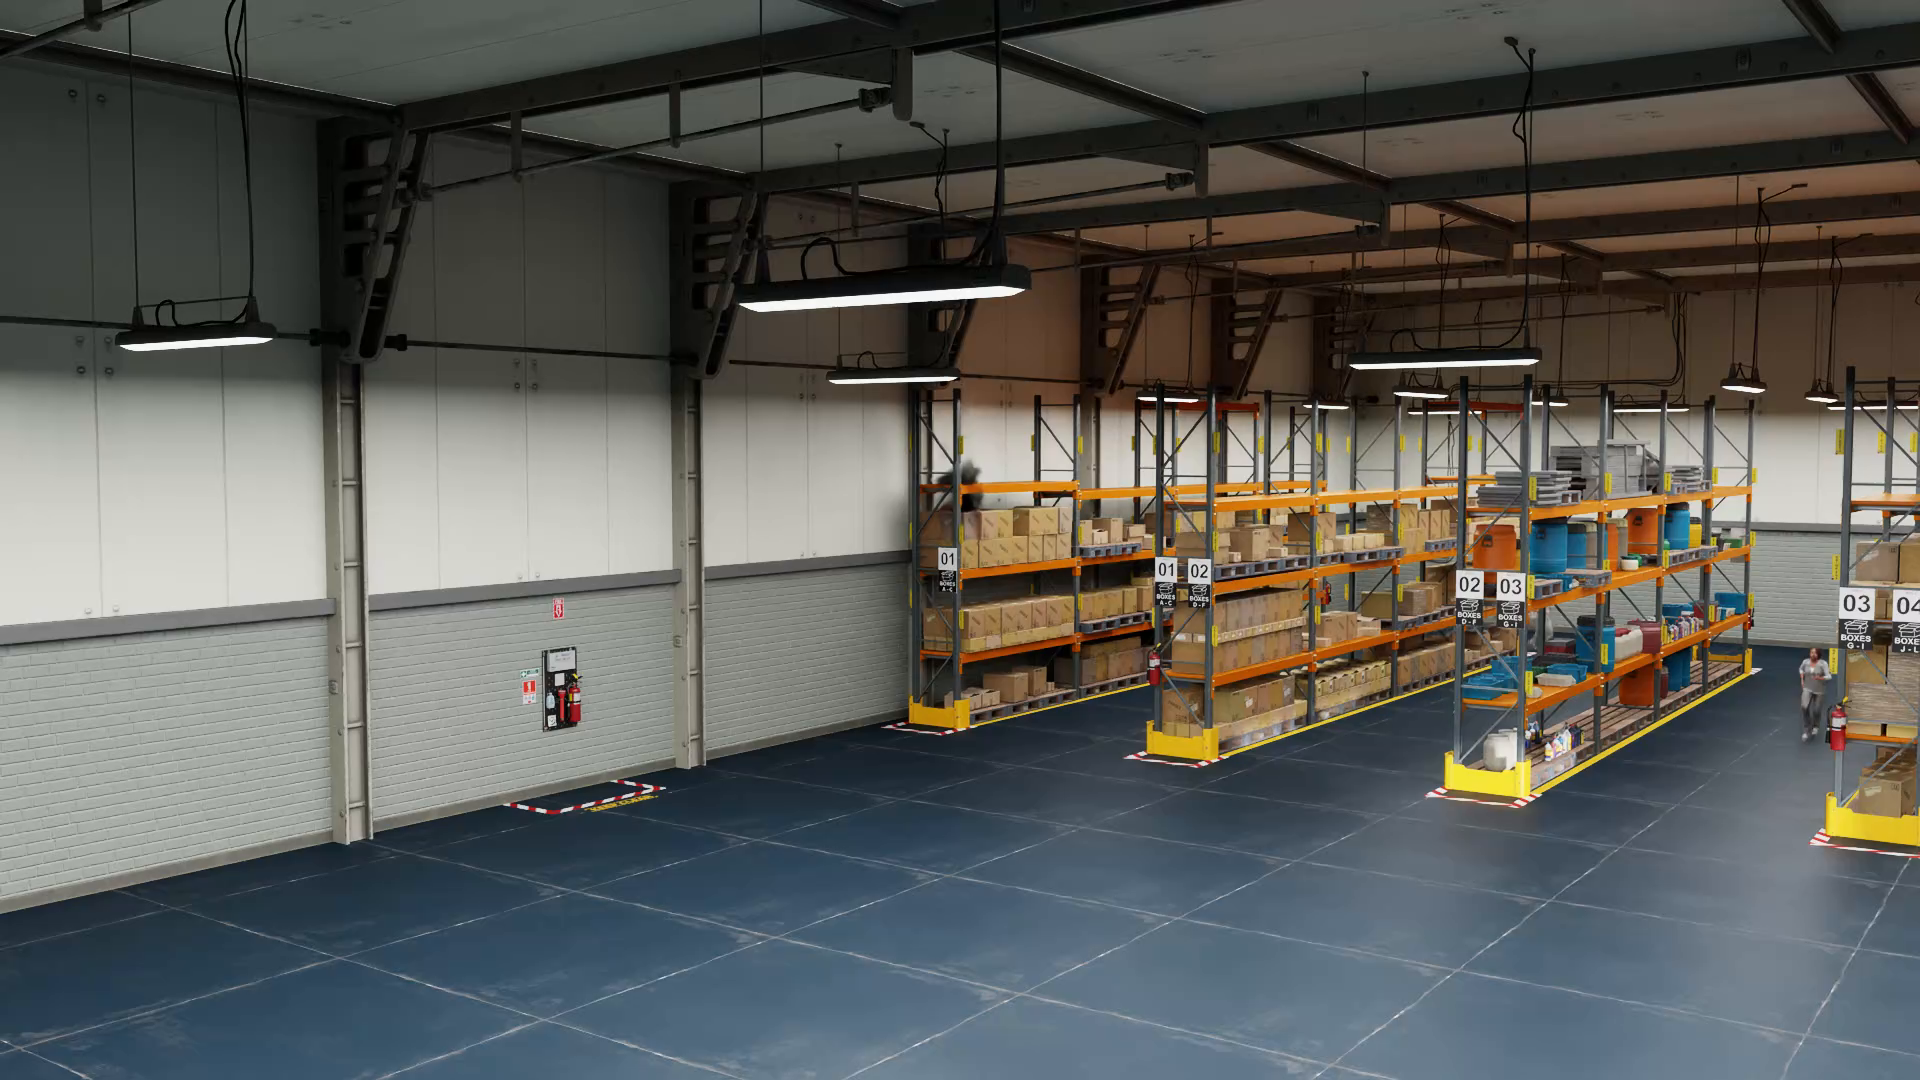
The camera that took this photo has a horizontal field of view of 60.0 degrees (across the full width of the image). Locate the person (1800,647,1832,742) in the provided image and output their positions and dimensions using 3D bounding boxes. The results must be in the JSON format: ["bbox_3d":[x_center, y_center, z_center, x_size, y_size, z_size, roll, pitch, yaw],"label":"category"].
[{"bbox_3d":[14.499,2.608,28.200,0.515,1.628,0.759,2,4,33],"label":"person"}]

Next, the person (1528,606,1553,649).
[{"bbox_3d":[14.009,1.912,40.220,0.605,1.670,0.714,-3,4,-41],"label":"person"}]
